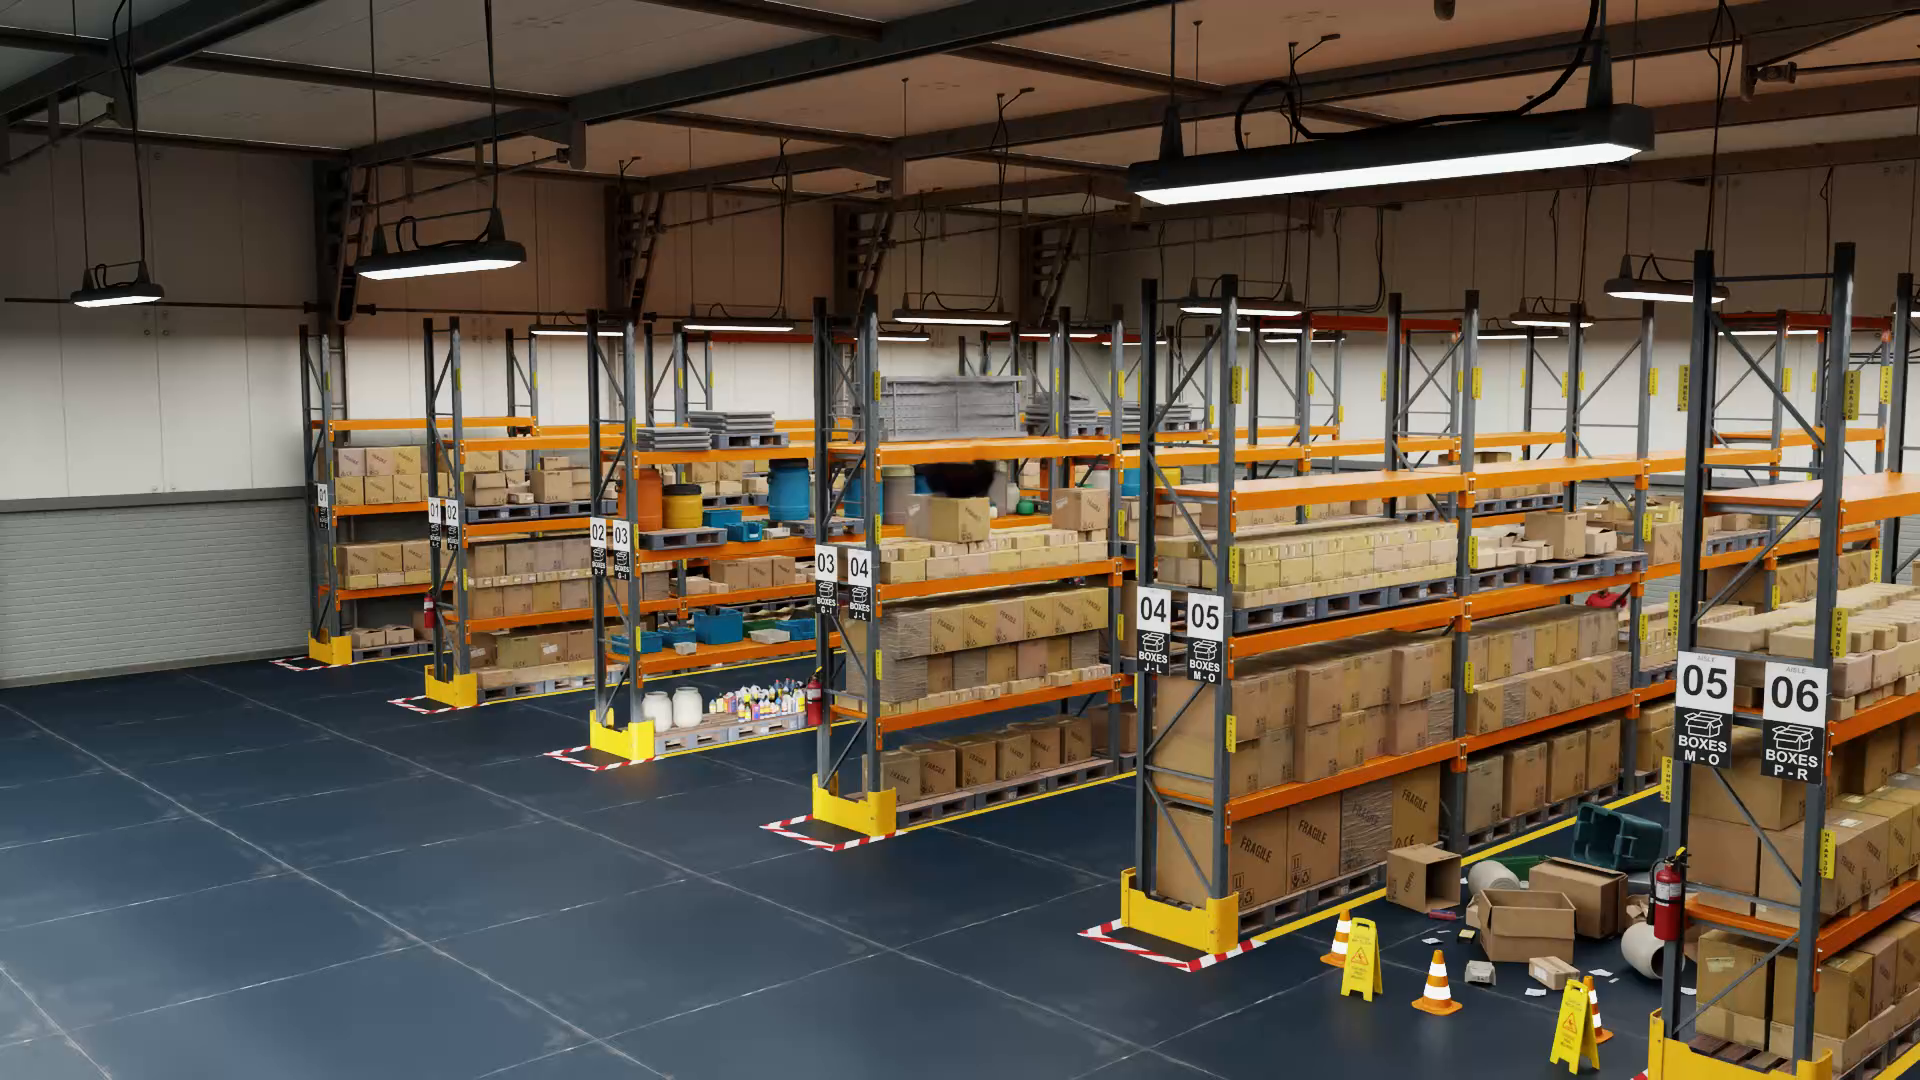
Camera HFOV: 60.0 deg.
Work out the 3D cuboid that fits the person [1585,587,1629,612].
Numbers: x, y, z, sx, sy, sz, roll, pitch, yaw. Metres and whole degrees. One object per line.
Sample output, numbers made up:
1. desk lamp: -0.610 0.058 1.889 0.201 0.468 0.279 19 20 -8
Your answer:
1. person: 10.765 1.502 27.809 0.669 1.722 0.970 5 7 39
